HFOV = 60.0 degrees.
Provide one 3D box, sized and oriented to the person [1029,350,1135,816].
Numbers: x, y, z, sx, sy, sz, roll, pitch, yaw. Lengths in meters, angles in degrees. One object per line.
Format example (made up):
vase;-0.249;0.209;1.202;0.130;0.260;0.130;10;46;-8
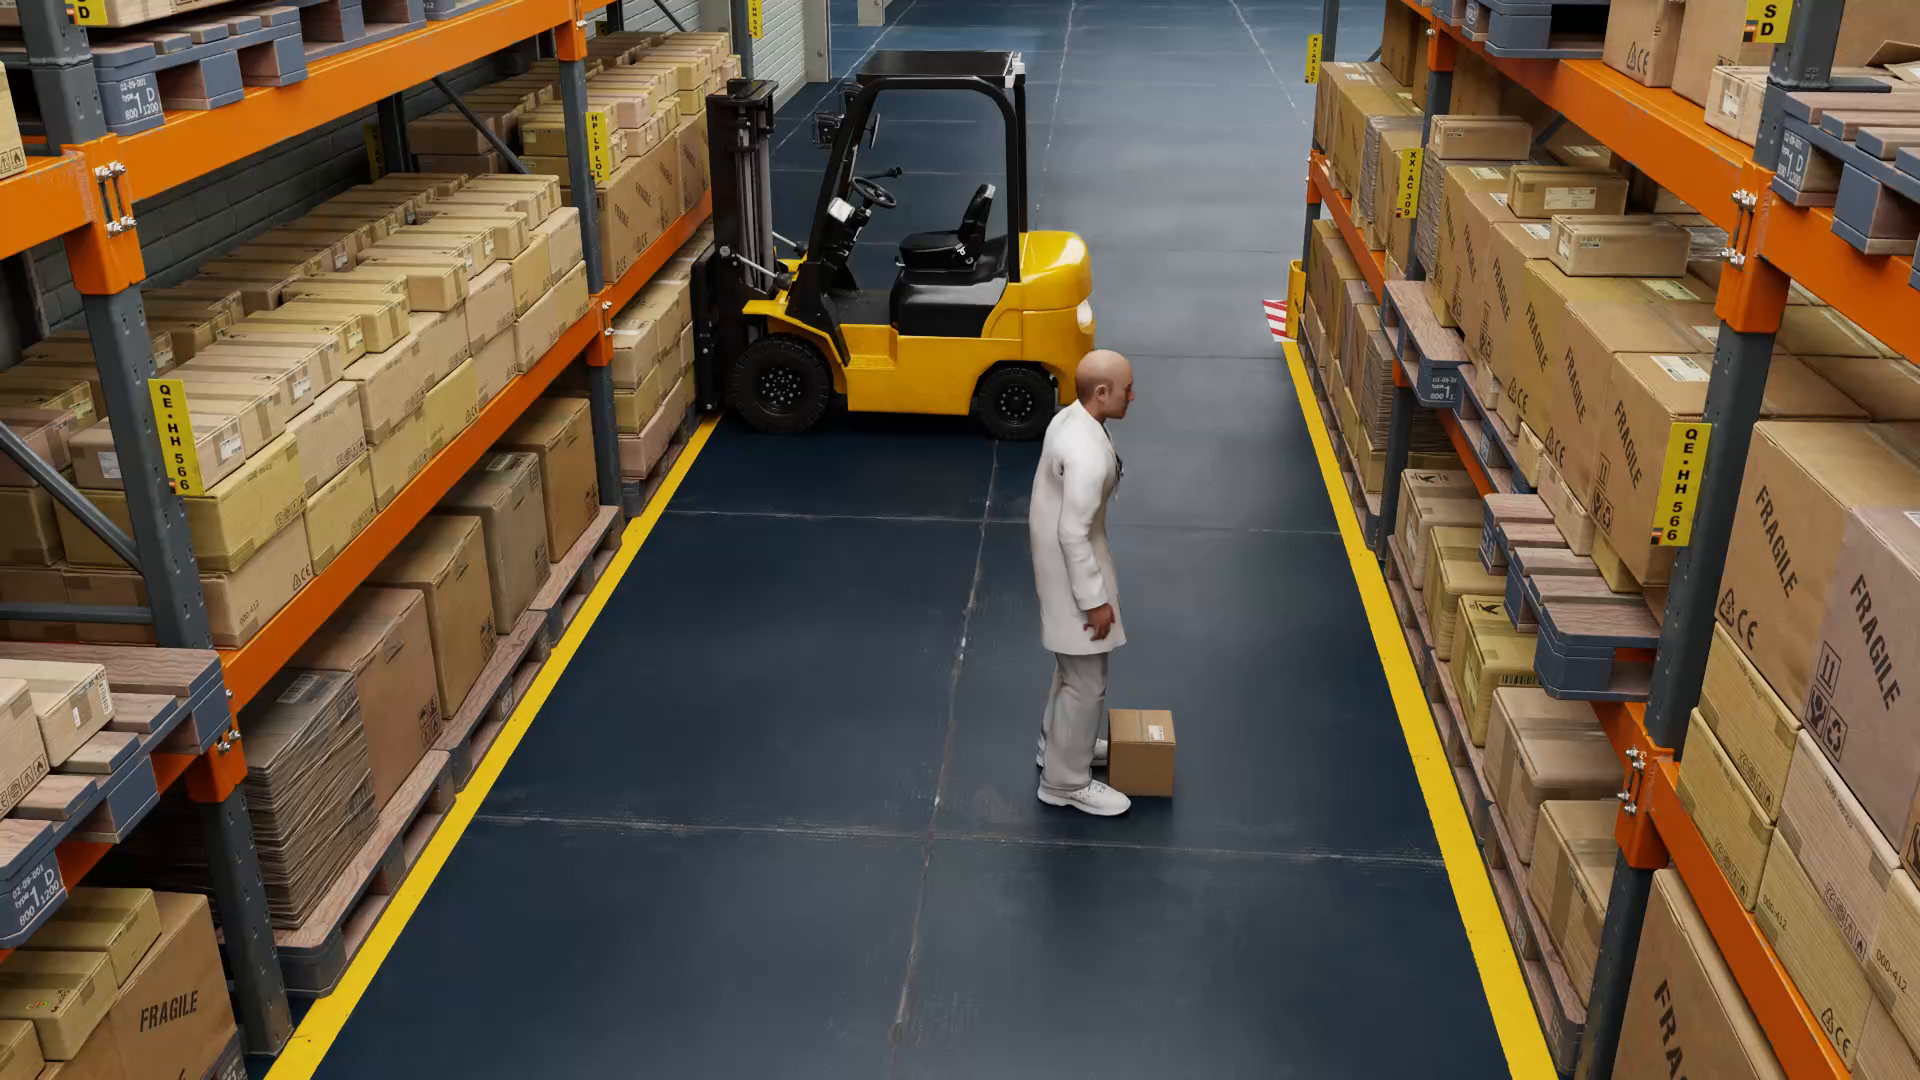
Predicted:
person;0.468;0.138;6.314;0.417;1.774;0.656;1;24;2
